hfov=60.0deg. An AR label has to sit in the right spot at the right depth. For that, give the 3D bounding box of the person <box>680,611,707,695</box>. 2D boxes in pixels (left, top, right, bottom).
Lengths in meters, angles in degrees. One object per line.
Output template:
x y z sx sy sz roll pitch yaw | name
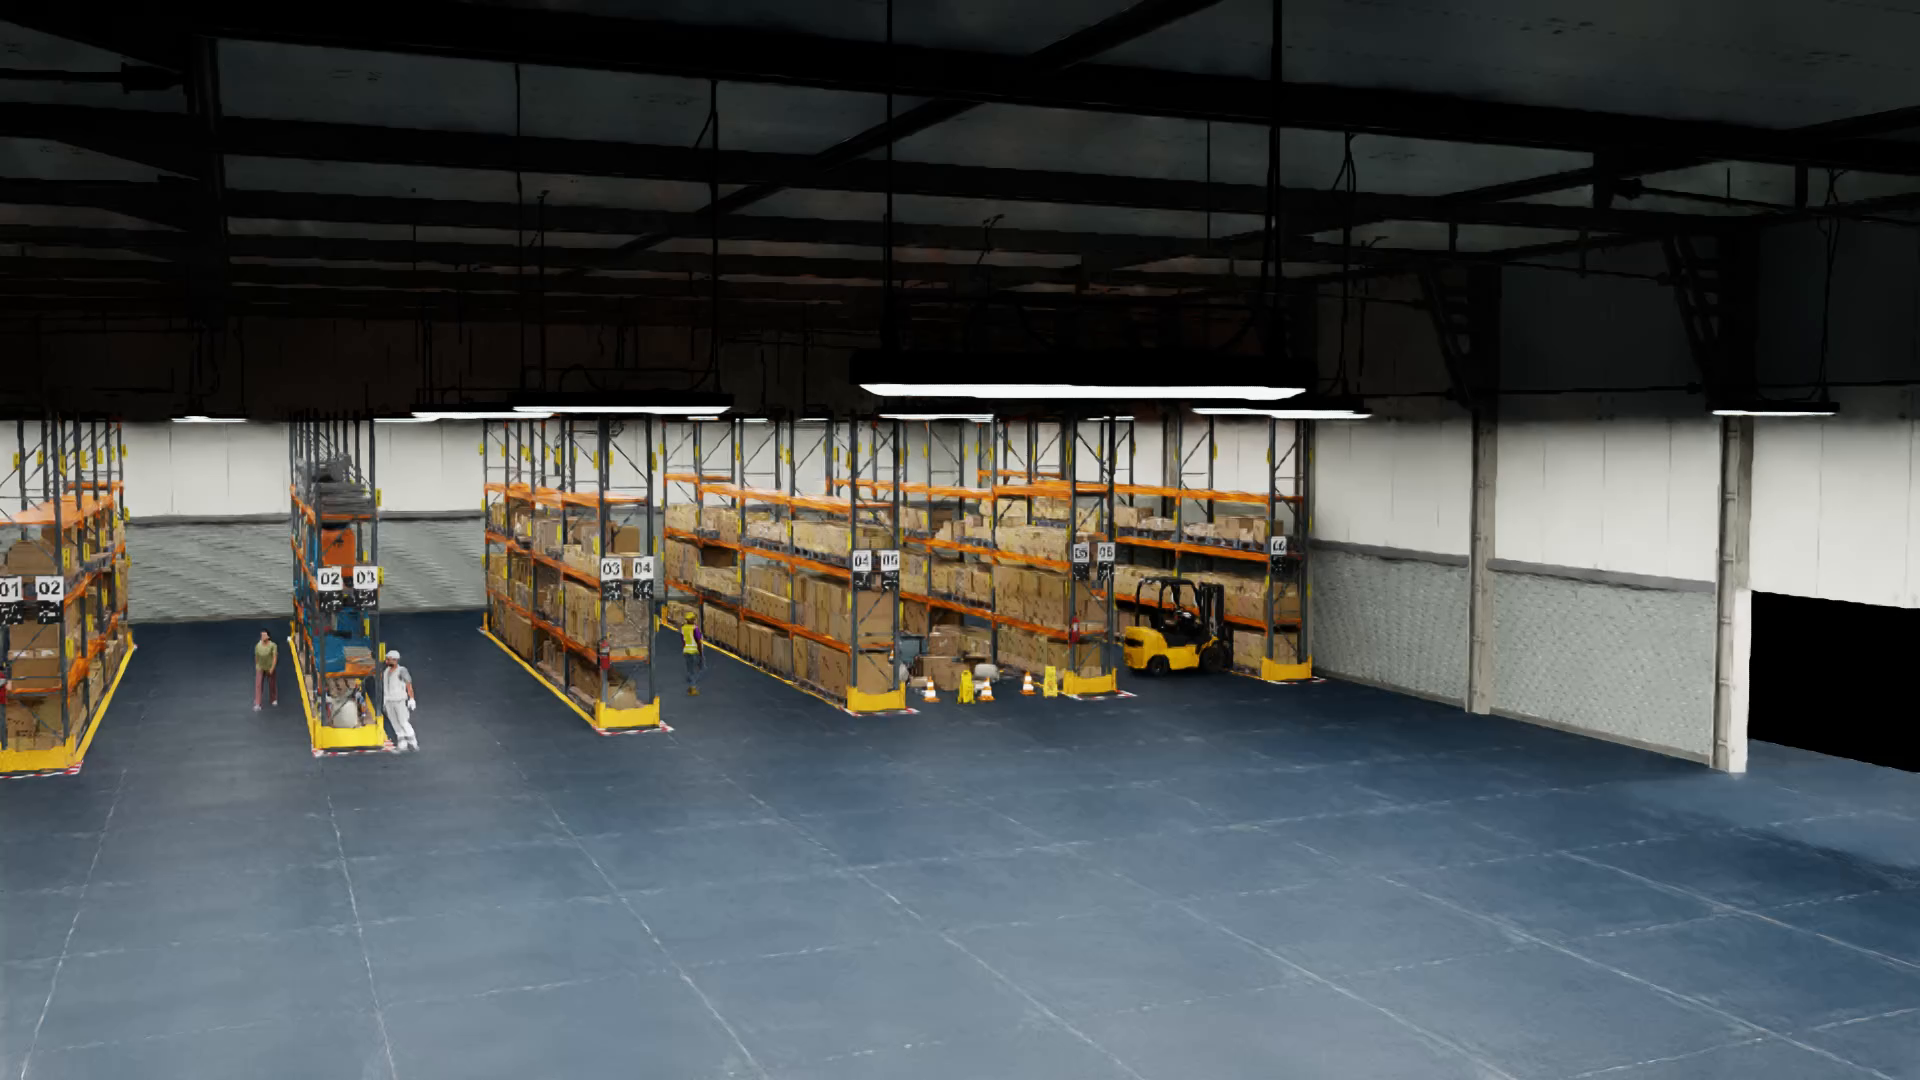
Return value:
-5.641 2.383 35.081 0.610 1.763 0.456 3 5 39 | person

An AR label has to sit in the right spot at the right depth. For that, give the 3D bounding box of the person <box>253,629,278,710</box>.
-13.896 2.574 33.323 0.447 1.598 1.012 -1 4 -13 | person

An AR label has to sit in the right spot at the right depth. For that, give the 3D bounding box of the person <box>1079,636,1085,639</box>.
2.835 1.959 40.810 0.569 1.786 0.653 0 4 7 | person

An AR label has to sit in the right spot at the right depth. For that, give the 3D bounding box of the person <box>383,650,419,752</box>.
-9.769 2.805 29.003 0.642 1.778 0.440 2 4 23 | person
